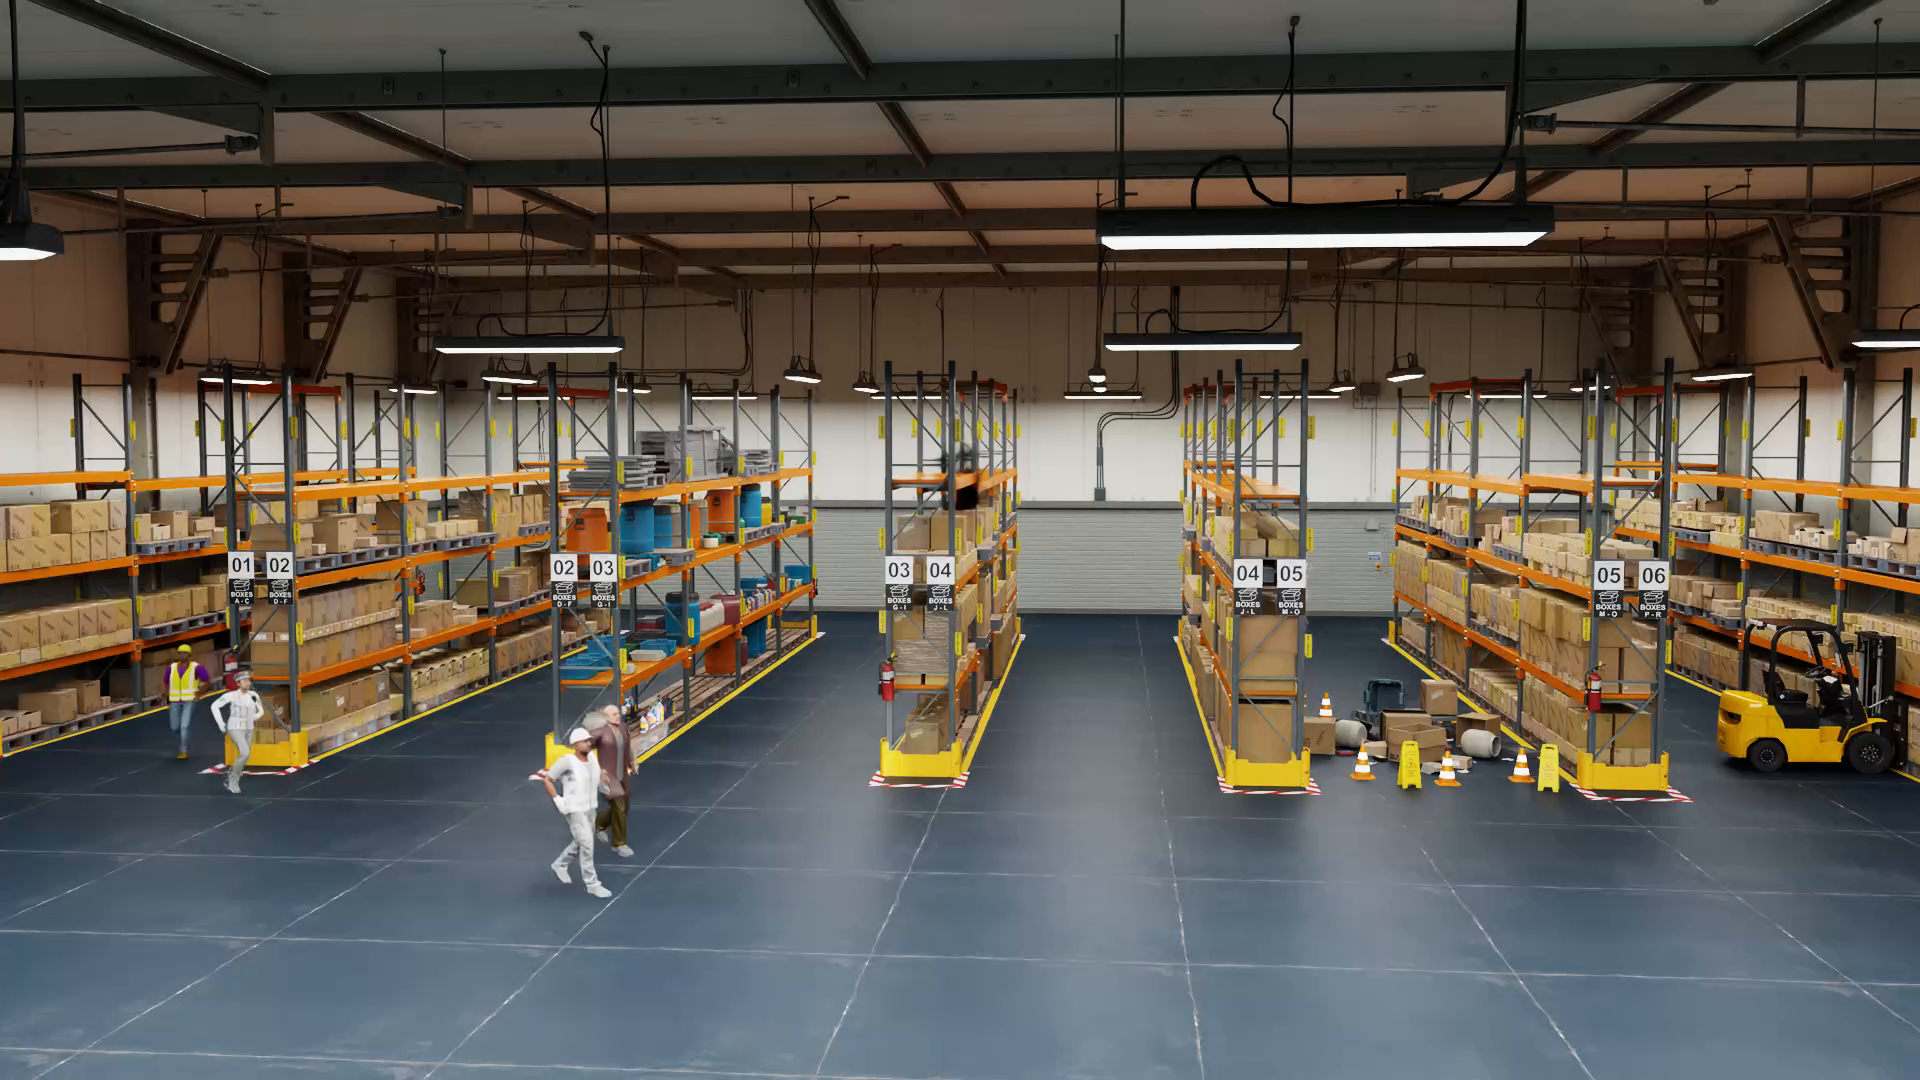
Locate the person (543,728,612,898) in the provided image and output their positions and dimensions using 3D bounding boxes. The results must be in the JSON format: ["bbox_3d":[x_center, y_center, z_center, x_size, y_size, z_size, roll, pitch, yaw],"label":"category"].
[{"bbox_3d":[-4.108,2.913,17.959,0.913,1.780,0.701,2,4,28],"label":"person"}]

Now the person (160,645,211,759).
[{"bbox_3d":[-11.893,2.463,25.506,0.695,1.716,0.737,-1,4,-9],"label":"person"}]

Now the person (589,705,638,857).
[{"bbox_3d":[-4.168,2.834,19.737,0.808,1.766,0.726,3,5,34],"label":"person"}]

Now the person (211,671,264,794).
[{"bbox_3d":[-9.961,2.649,23.074,0.607,1.678,0.607,2,4,30],"label":"person"}]
